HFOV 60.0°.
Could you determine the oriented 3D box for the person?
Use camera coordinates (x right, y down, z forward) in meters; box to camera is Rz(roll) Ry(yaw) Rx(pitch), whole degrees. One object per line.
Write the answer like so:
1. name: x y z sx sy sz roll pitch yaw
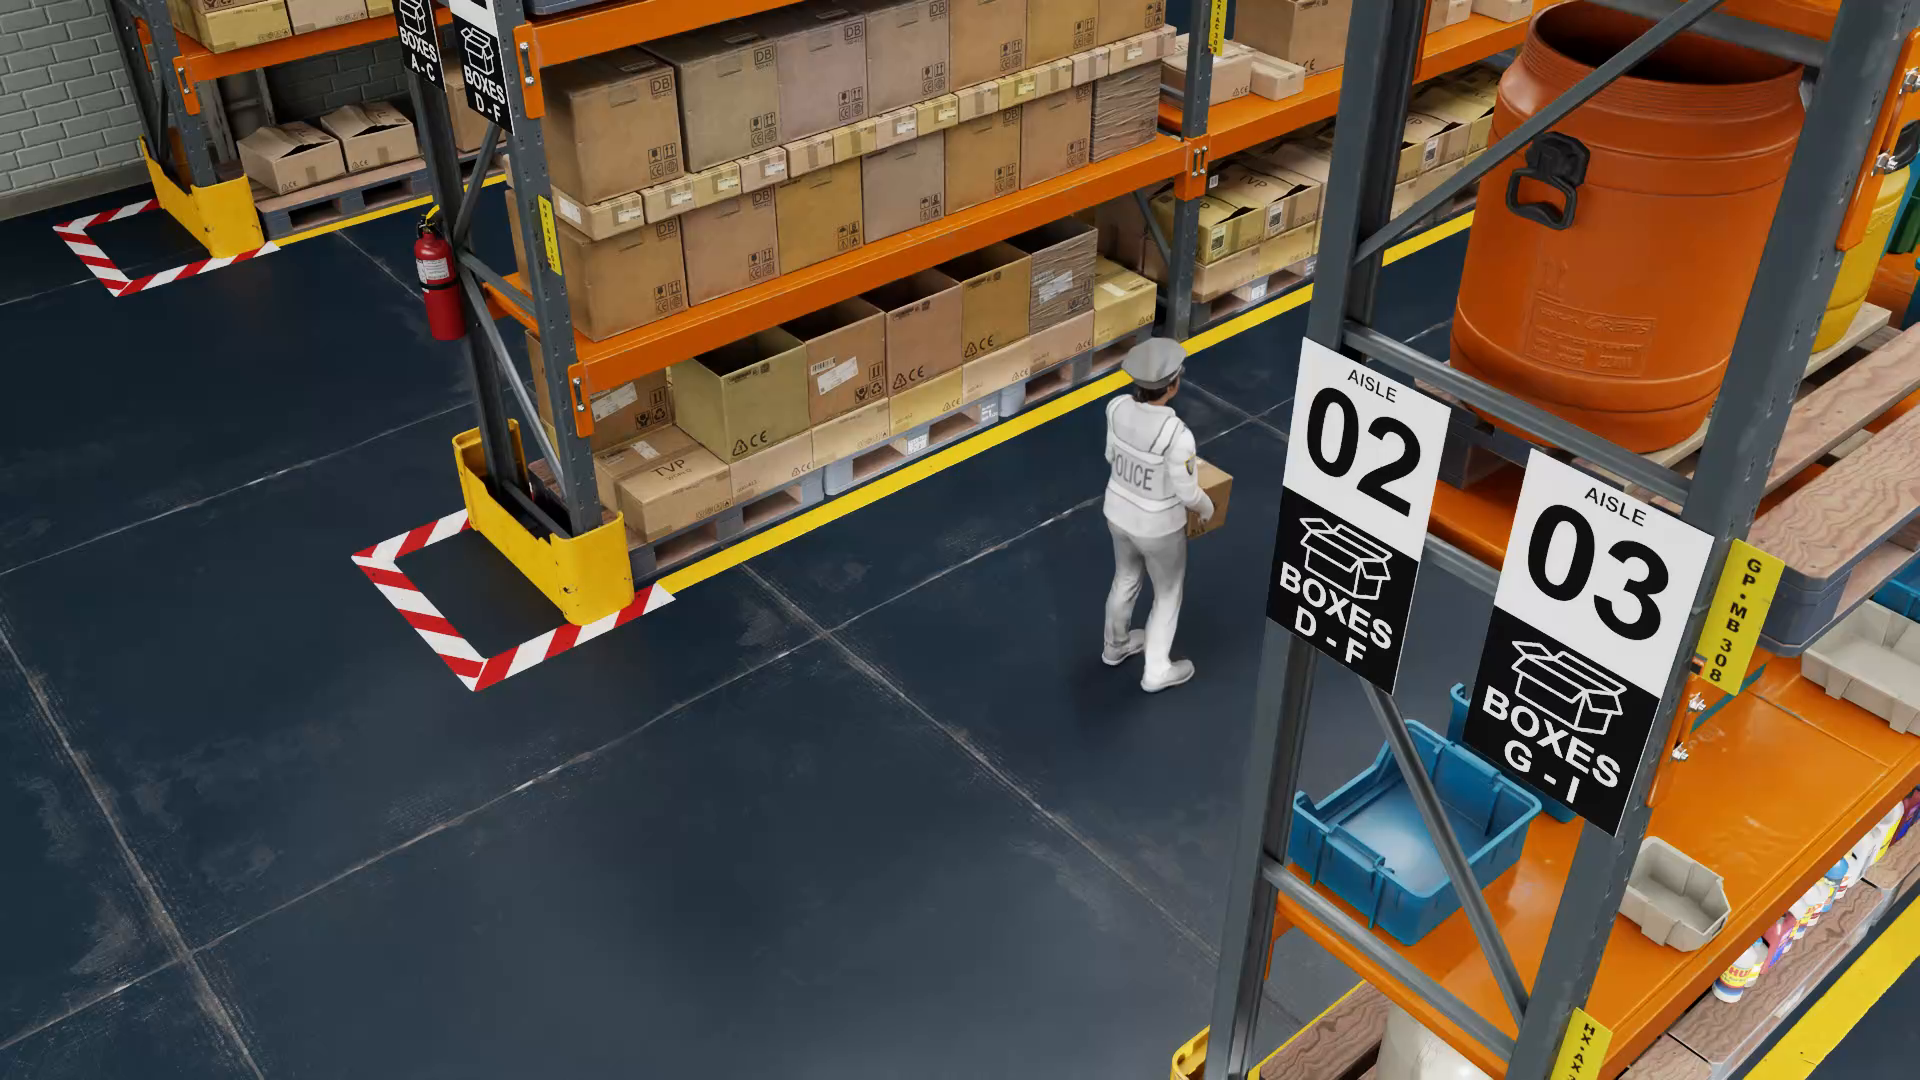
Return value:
1. person: 0.848 -0.115 7.210 0.439 1.687 0.497 -27 44 -32
